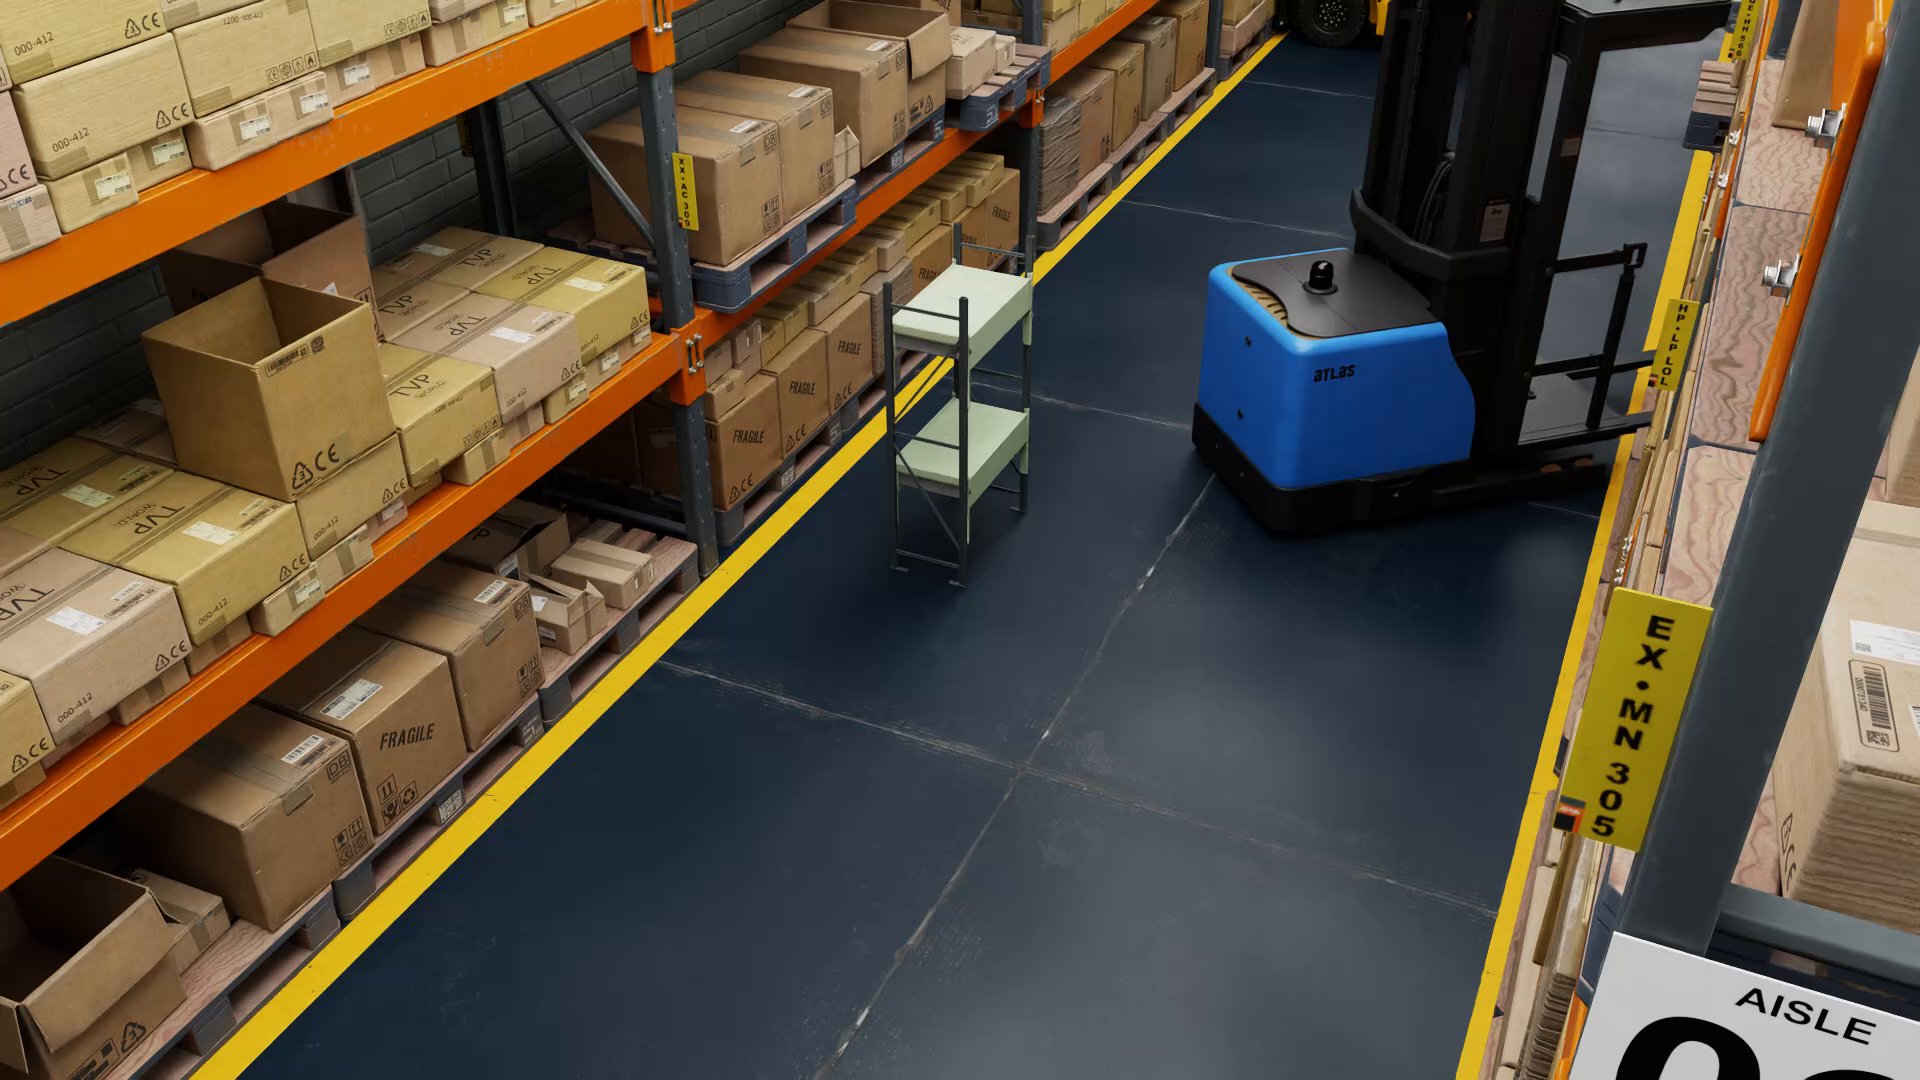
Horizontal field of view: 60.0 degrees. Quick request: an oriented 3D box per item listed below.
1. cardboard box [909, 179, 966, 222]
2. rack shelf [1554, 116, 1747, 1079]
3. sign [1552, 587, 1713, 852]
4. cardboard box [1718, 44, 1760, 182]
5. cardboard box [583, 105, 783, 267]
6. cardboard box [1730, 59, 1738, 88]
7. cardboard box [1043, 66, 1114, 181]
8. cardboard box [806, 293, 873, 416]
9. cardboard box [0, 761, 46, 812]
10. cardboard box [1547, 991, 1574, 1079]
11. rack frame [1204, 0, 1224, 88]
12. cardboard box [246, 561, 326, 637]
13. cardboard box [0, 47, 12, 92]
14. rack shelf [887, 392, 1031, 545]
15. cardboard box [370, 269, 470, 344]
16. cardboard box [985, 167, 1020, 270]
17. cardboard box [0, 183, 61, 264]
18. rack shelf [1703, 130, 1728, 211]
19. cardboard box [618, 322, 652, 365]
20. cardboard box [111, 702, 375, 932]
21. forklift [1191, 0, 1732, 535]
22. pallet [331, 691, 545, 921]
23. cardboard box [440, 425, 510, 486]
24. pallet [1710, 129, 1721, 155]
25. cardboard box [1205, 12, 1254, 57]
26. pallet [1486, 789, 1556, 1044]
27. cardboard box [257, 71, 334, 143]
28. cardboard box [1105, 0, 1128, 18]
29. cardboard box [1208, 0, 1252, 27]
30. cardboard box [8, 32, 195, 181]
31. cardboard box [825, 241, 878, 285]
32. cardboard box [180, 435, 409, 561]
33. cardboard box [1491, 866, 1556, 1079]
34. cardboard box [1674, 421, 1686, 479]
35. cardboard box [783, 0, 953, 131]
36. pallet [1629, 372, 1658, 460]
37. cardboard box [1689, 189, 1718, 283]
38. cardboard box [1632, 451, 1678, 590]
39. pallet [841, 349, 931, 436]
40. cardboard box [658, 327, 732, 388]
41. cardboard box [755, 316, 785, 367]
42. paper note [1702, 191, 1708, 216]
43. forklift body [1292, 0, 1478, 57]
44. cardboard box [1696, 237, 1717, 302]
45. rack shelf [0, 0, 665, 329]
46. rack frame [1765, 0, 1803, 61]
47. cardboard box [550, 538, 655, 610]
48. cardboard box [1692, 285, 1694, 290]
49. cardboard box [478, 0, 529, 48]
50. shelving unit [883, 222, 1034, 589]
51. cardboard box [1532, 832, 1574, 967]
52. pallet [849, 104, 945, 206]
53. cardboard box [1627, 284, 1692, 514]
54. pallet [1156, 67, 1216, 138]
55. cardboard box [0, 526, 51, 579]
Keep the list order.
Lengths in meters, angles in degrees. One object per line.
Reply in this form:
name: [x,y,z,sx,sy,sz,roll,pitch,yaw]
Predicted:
cardboard box: [-0.184,-2.037,9.926,0.380,0.149,0.250,13,35,19]
rack shelf: [2.029,-0.032,3.483,1.077,0.370,4.000,14,36,20]
sign: [0.705,0.195,1.746,0.100,0.325,0.005,14,36,20]
cardboard box: [3.681,-1.834,7.308,0.500,0.500,0.500,15,36,22]
cardboard box: [-1.239,-1.618,7.508,0.700,0.500,0.500,15,36,22]
cardboard box: [4.573,-2.640,9.387,0.380,0.149,0.250,14,36,20]
cardboard box: [0.569,-3.021,11.904,0.875,0.625,0.625,15,36,22]
cardboard box: [-0.811,-1.046,9.006,0.500,0.500,0.500,13,35,19]
cardboard box: [-2.867,0.648,4.755,0.380,0.149,0.250,15,36,22]
cardboard box: [1.177,1.163,2.738,0.500,0.500,0.500,15,36,22]
rack frame: [1.702,-5.196,13.438,1.000,3.000,0.127,14,36,20]
cardboard box: [-2.347,0.155,5.507,0.380,0.149,0.250,13,35,19]
cardboard box: [-2.674,-1.157,3.952,0.500,0.250,0.500,14,36,20]
rack shelf: [0.003,-0.358,8.023,0.431,0.370,0.720,14,36,20]
cardboard box: [-2.300,-0.837,6.656,0.500,0.250,0.500,14,36,20]
cardboard box: [0.047,-2.074,10.574,0.500,0.500,0.500,15,36,22]
cardboard box: [-2.567,-0.835,4.281,0.380,0.149,0.250,15,36,22]
rack shelf: [5.376,-2.762,10.382,1.077,0.370,4.000,14,36,20]
cardboard box: [-1.549,-0.889,7.100,0.380,0.149,0.250,15,36,21]
cardboard box: [-2.583,0.951,5.961,0.700,0.500,0.500,16,36,22]
forklift: [2.819,-1.716,8.194,3.031,2.935,1.130,-10,35,-15]
pallet: [-2.442,0.907,6.675,1.003,0.211,1.213,14,36,20]
cardboard box: [-1.940,-0.362,6.295,0.380,0.149,0.250,14,36,20]
pallet: [6.461,-3.235,12.991,1.003,0.211,1.213,14,36,20]
cardboard box: [2.206,-4.386,14.328,0.500,0.250,0.500,15,36,21]
pallet: [2.476,1.453,5.842,1.003,0.211,1.213,14,36,20]
cardboard box: [-2.144,-1.340,5.052,0.380,0.149,0.250,15,36,21]
cardboard box: [0.861,-3.813,11.467,0.500,0.250,0.500,13,35,19]
cardboard box: [2.185,-4.600,14.199,0.500,0.250,0.500,14,36,20]
cardboard box: [-2.465,-1.203,4.479,0.500,0.250,0.500,13,35,19]
cardboard box: [-0.677,-1.536,9.162,0.380,0.149,0.250,14,36,21]
cardboard box: [-2.269,-0.209,5.698,0.500,0.250,0.500,13,36,19]
cardboard box: [2.131,1.556,5.096,0.875,0.438,0.875,13,35,19]
cardboard box: [2.039,-0.204,4.231,0.380,0.149,0.250,13,35,19]
cardboard box: [-0.486,-2.567,8.952,0.797,0.503,0.637,13,36,19]
pallet: [4.141,-0.525,8.858,1.003,0.211,1.213,14,36,20]
cardboard box: [3.441,-1.265,7.125,0.500,0.250,0.500,15,36,21]
cardboard box: [2.005,0.150,4.283,0.500,0.500,0.500,15,36,21]
pallet: [-0.829,-1.069,9.687,1.003,0.211,1.213,14,36,20]
cardboard box: [-1.308,-0.869,7.873,0.380,0.149,0.250,14,36,20]
cardboard box: [-1.110,-1.017,8.370,0.380,0.149,0.250,12,35,18]
paper note: [1.542,-0.694,3.450,0.006,0.032,0.123,14,36,21]
forklift body: [4.240,-5.470,14.630,2.313,2.155,1.214,14,36,20]
cardboard box: [2.824,-0.814,5.753,0.500,0.500,0.500,15,36,22]
rack shelf: [-2.481,-1.169,5.217,1.077,0.370,4.000,14,36,20]
rack frame: [2.865,-2.583,3.983,1.000,3.000,0.127,14,36,20]
cardboard box: [-1.611,0.150,7.502,0.380,0.149,0.250,13,35,19]
cardboard box: [3.682,-1.298,7.631,0.500,0.250,0.500,15,36,22]
cardboard box: [-1.752,-1.861,5.846,0.380,0.149,0.250,15,36,22]
shelving unit: [0.003,-0.631,7.844,0.431,1.500,0.755,14,36,20]
cardboard box: [1.787,0.810,4.188,0.500,0.500,0.500,15,36,22]
pallet: [-0.780,-2.153,8.974,1.003,0.211,1.213,14,36,20]
cardboard box: [3.797,-0.585,7.962,0.875,0.875,0.875,15,36,21]
pallet: [1.430,-3.654,13.629,1.003,0.211,1.213,14,36,20]
cardboard box: [-3.150,0.173,5.116,0.500,0.250,0.500,14,36,21]
